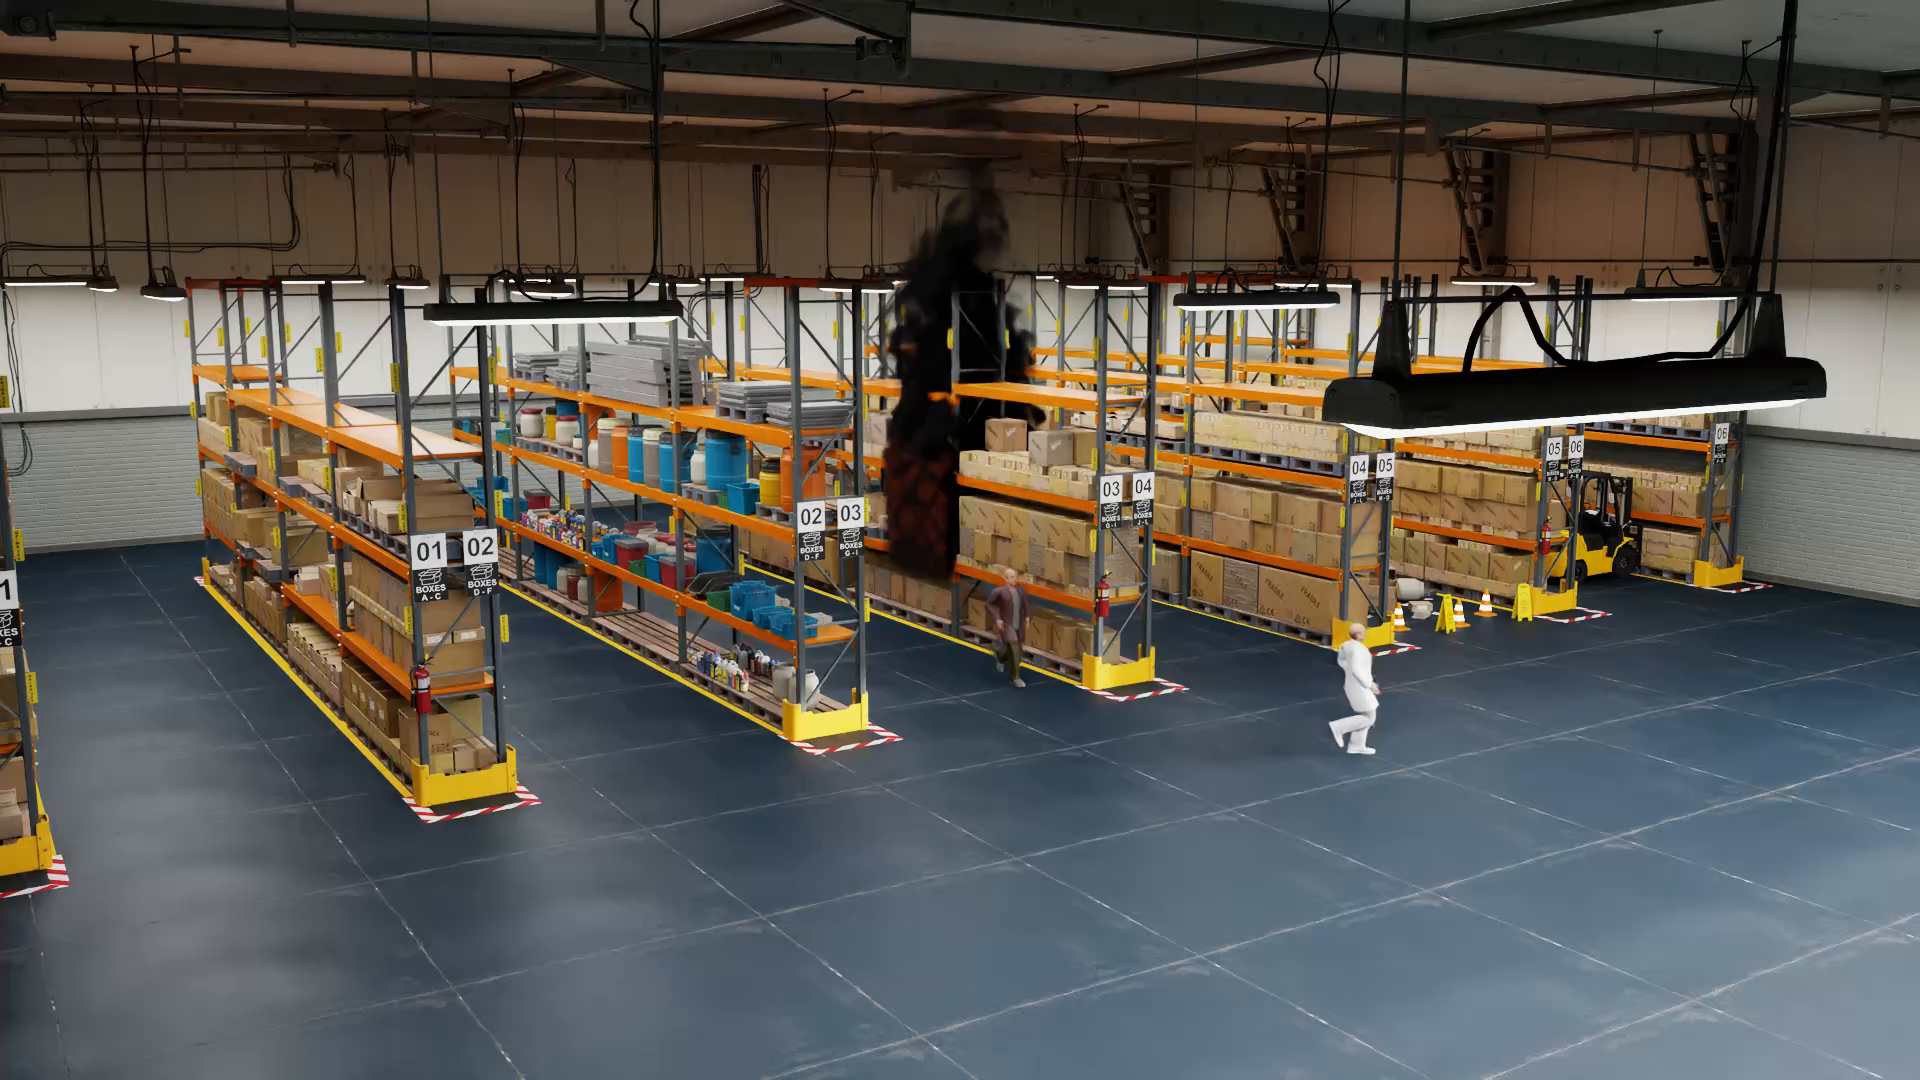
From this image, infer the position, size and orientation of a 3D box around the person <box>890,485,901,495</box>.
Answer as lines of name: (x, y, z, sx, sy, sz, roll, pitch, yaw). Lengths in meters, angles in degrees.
person: (-1.315, -0.258, 34.348, 0.652, 1.729, 0.569, -8, 12, -40)

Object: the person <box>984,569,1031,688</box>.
person: (0.722, 1.293, 25.001, 0.731, 1.750, 0.875, -6, 11, -32)

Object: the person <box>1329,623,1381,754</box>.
person: (5.064, 1.923, 21.410, 0.657, 1.737, 0.720, -1, 10, -5)
